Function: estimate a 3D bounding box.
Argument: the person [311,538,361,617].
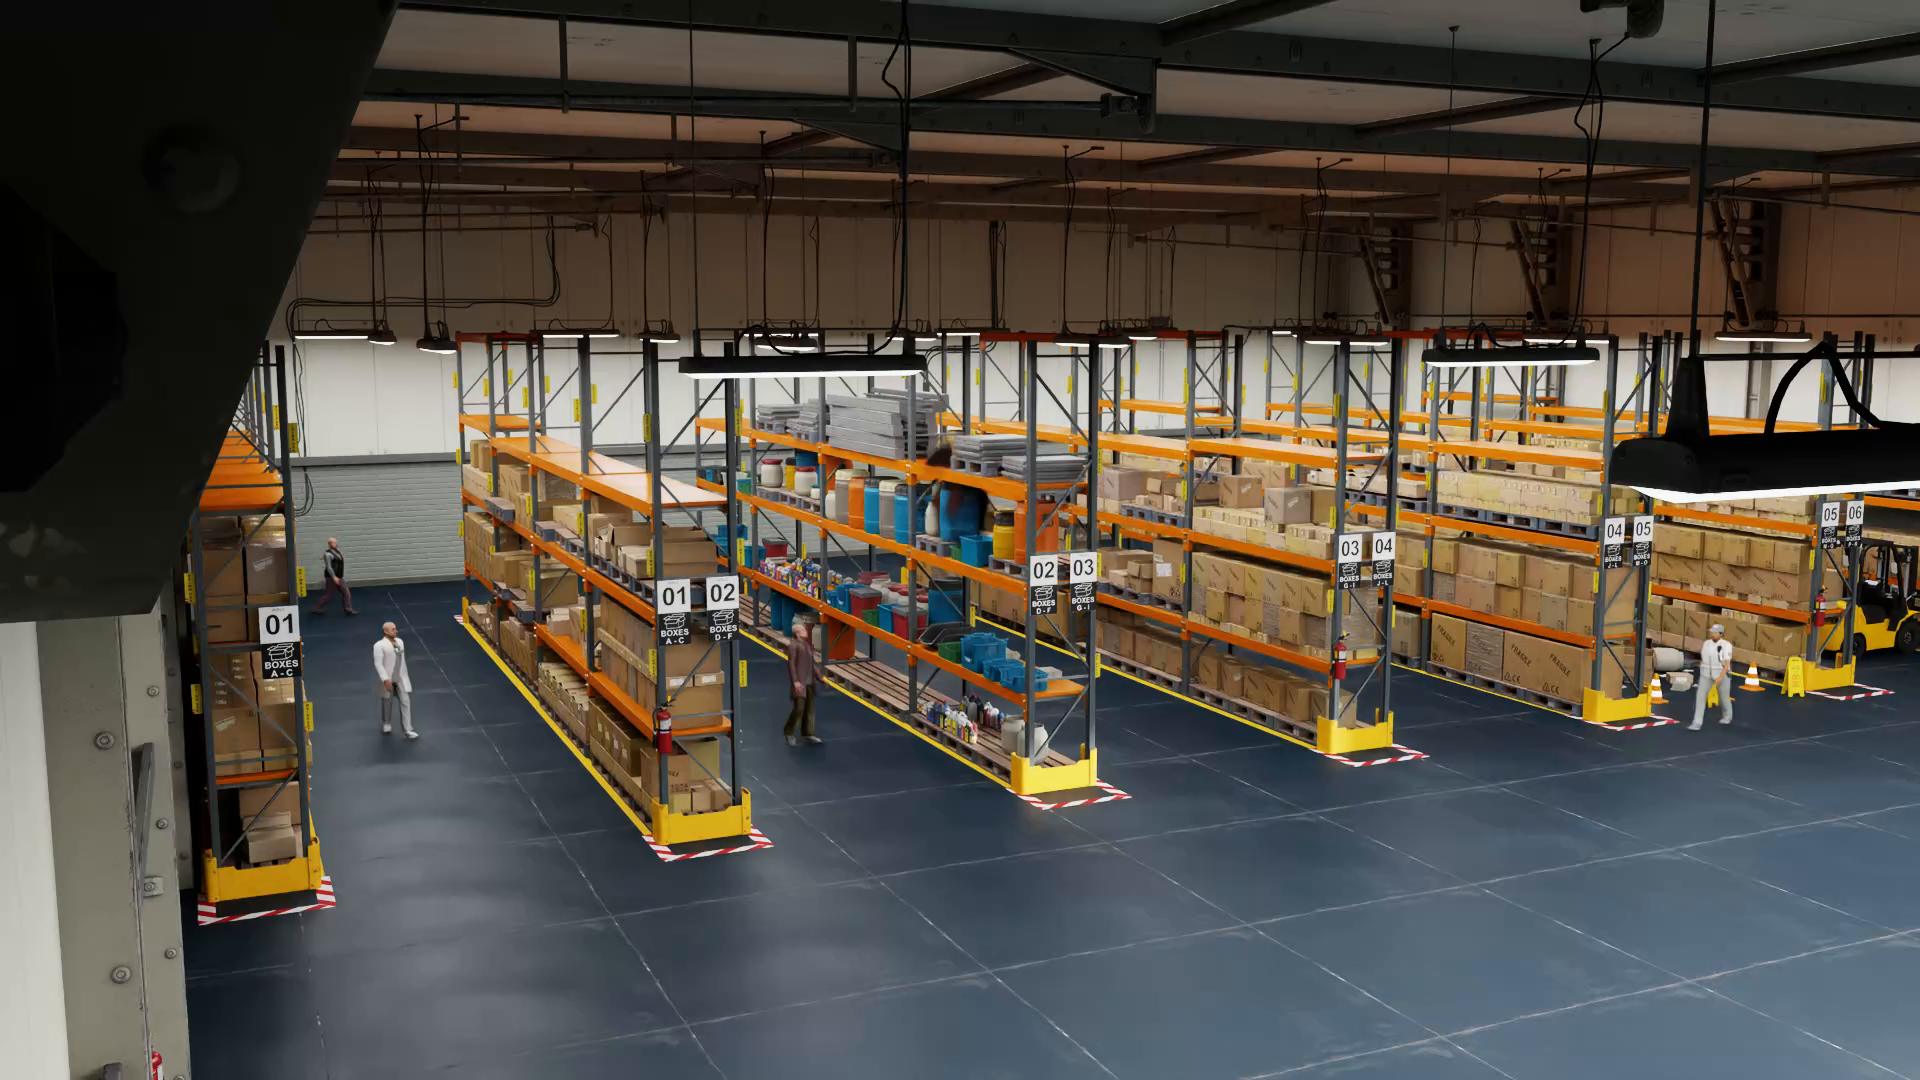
[{"bbox_3d":[-13.169,0.794,34.997,0.968,1.688,0.597,-1,8,-6],"label":"person"}]

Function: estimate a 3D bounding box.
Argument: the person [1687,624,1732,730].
[{"bbox_3d":[11.572,2.091,25.521,0.474,1.621,0.986,7,10,42],"label":"person"}]

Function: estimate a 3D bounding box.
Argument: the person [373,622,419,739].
[{"bbox_3d":[-8.519,2.099,24.982,0.551,1.724,1.088,-5,9,-31],"label":"person"}]

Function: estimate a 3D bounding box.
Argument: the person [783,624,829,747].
[{"bbox_3d":[-2.302,2.140,24.685,0.553,1.778,0.678,5,9,32],"label":"person"}]
